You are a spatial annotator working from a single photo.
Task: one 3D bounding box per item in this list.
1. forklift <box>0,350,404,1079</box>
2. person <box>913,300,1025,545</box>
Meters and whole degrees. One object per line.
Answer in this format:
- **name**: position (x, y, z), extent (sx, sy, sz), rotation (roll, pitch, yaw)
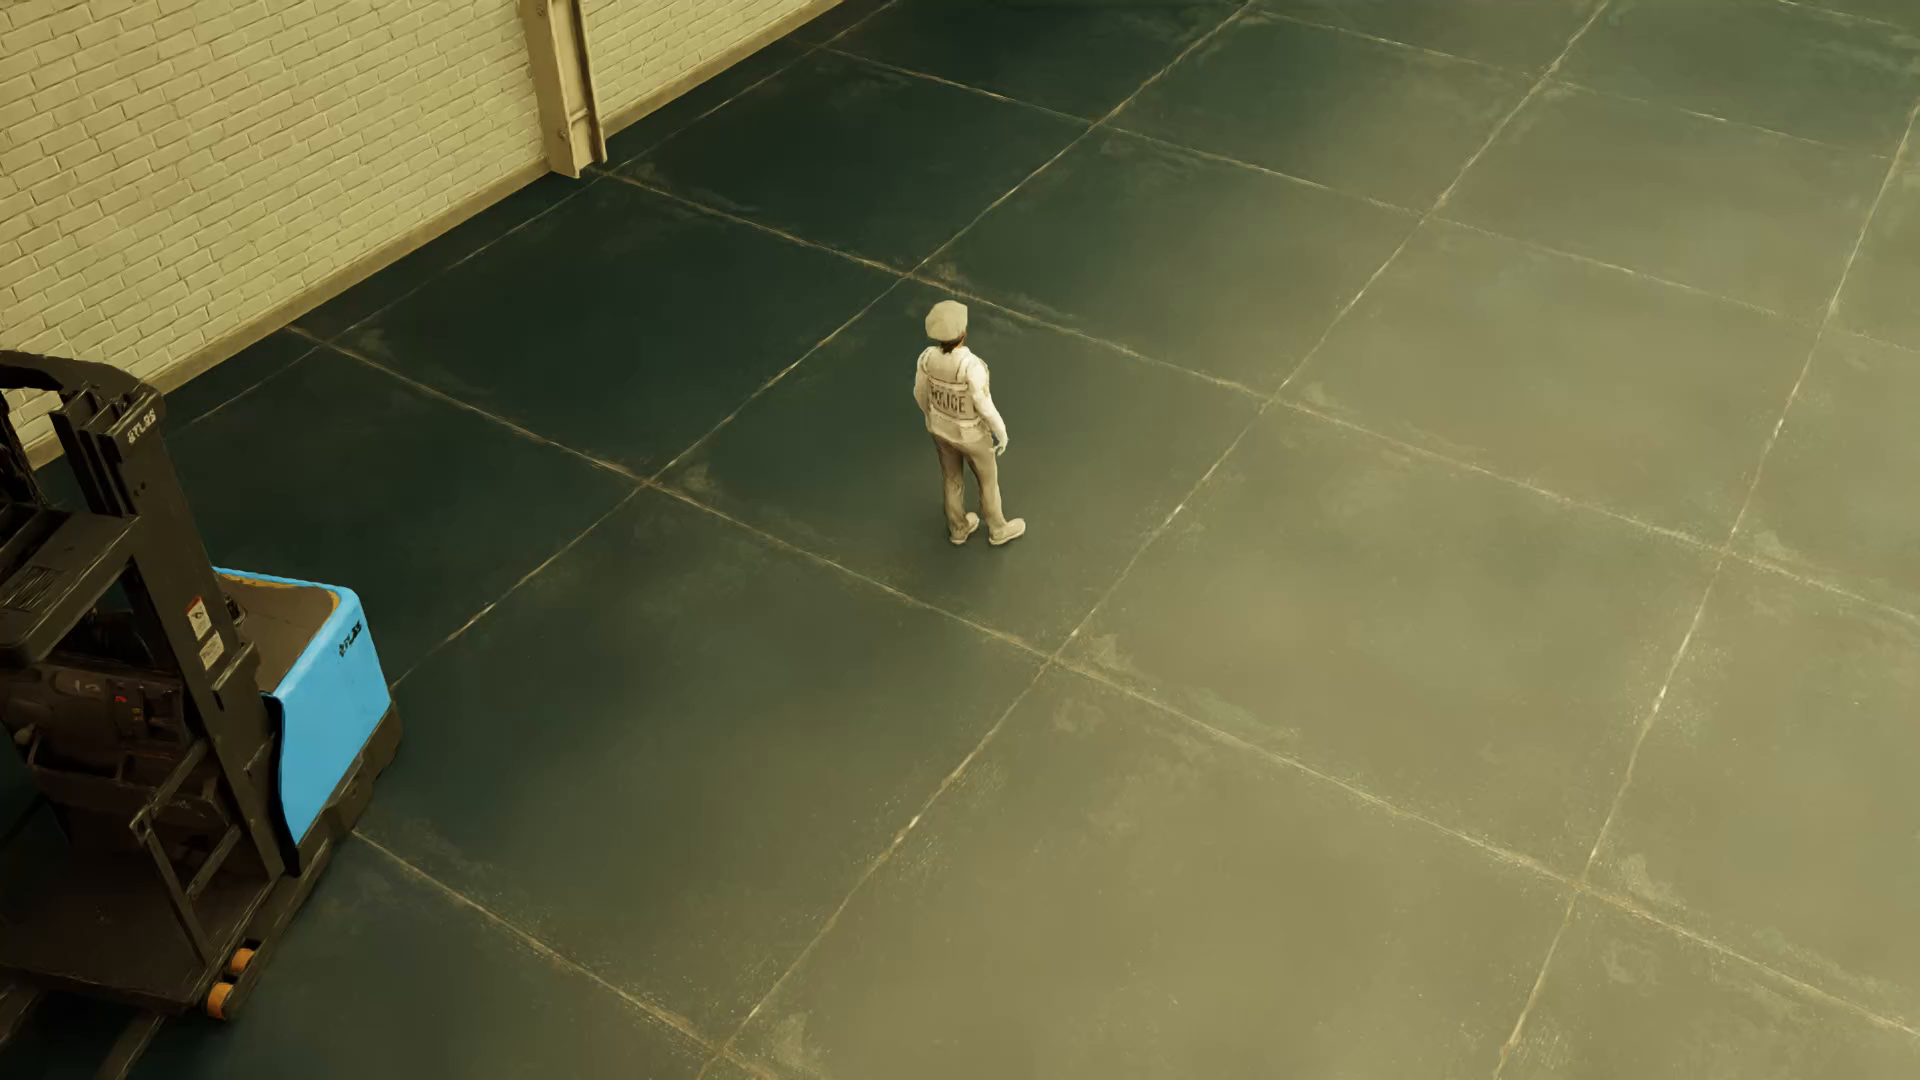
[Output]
- **forklift**: position (-3.796, 0.808, 7.013), extent (1.130, 2.935, 3.031), rotation (8, 41, 9)
- **person**: position (0.042, -0.686, 9.722), extent (0.586, 1.695, 0.532), rotation (22, 45, 24)
